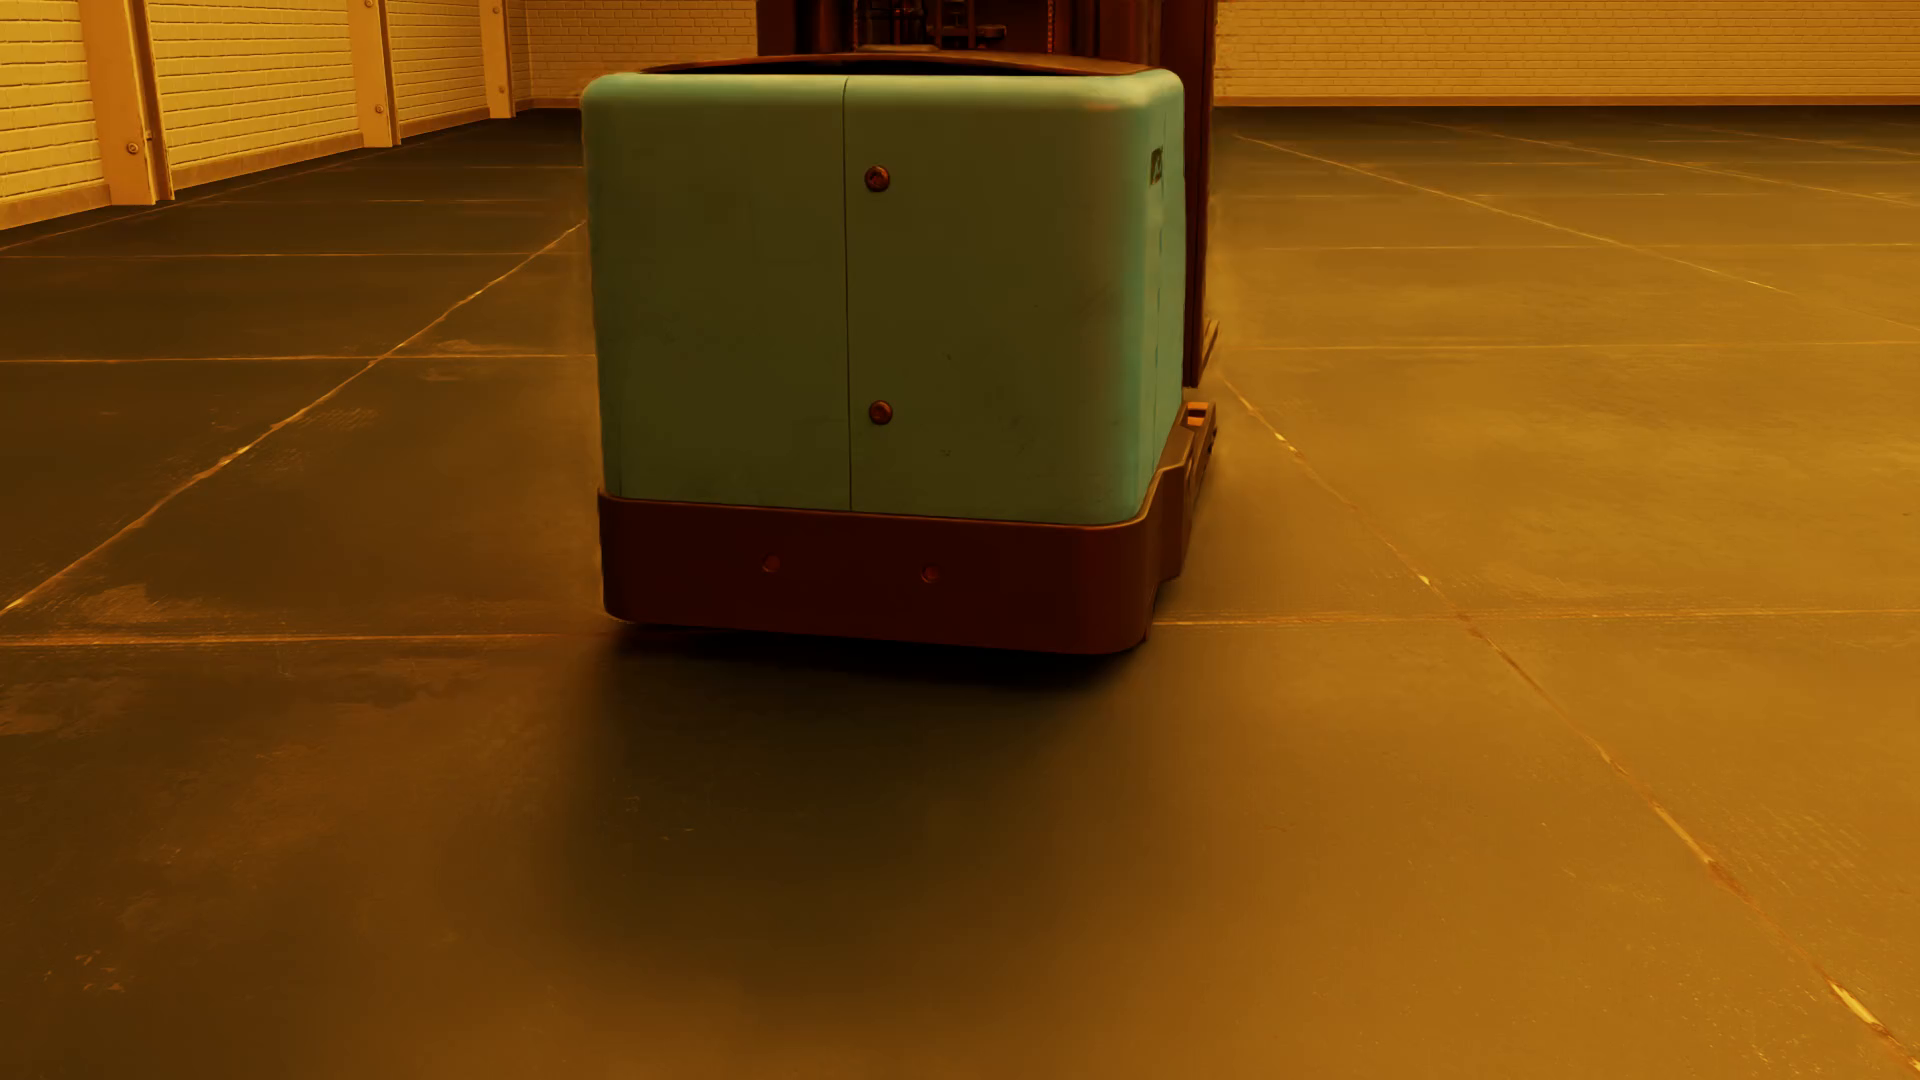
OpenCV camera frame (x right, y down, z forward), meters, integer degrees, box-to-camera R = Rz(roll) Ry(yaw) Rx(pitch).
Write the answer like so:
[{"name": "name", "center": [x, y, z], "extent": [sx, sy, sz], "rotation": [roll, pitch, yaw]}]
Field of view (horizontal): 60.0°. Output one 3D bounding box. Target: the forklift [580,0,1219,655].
[{"name": "forklift", "center": [0.110, -1.584, 4.086], "extent": [1.130, 2.935, 3.031], "rotation": [3, 17, 11]}]
